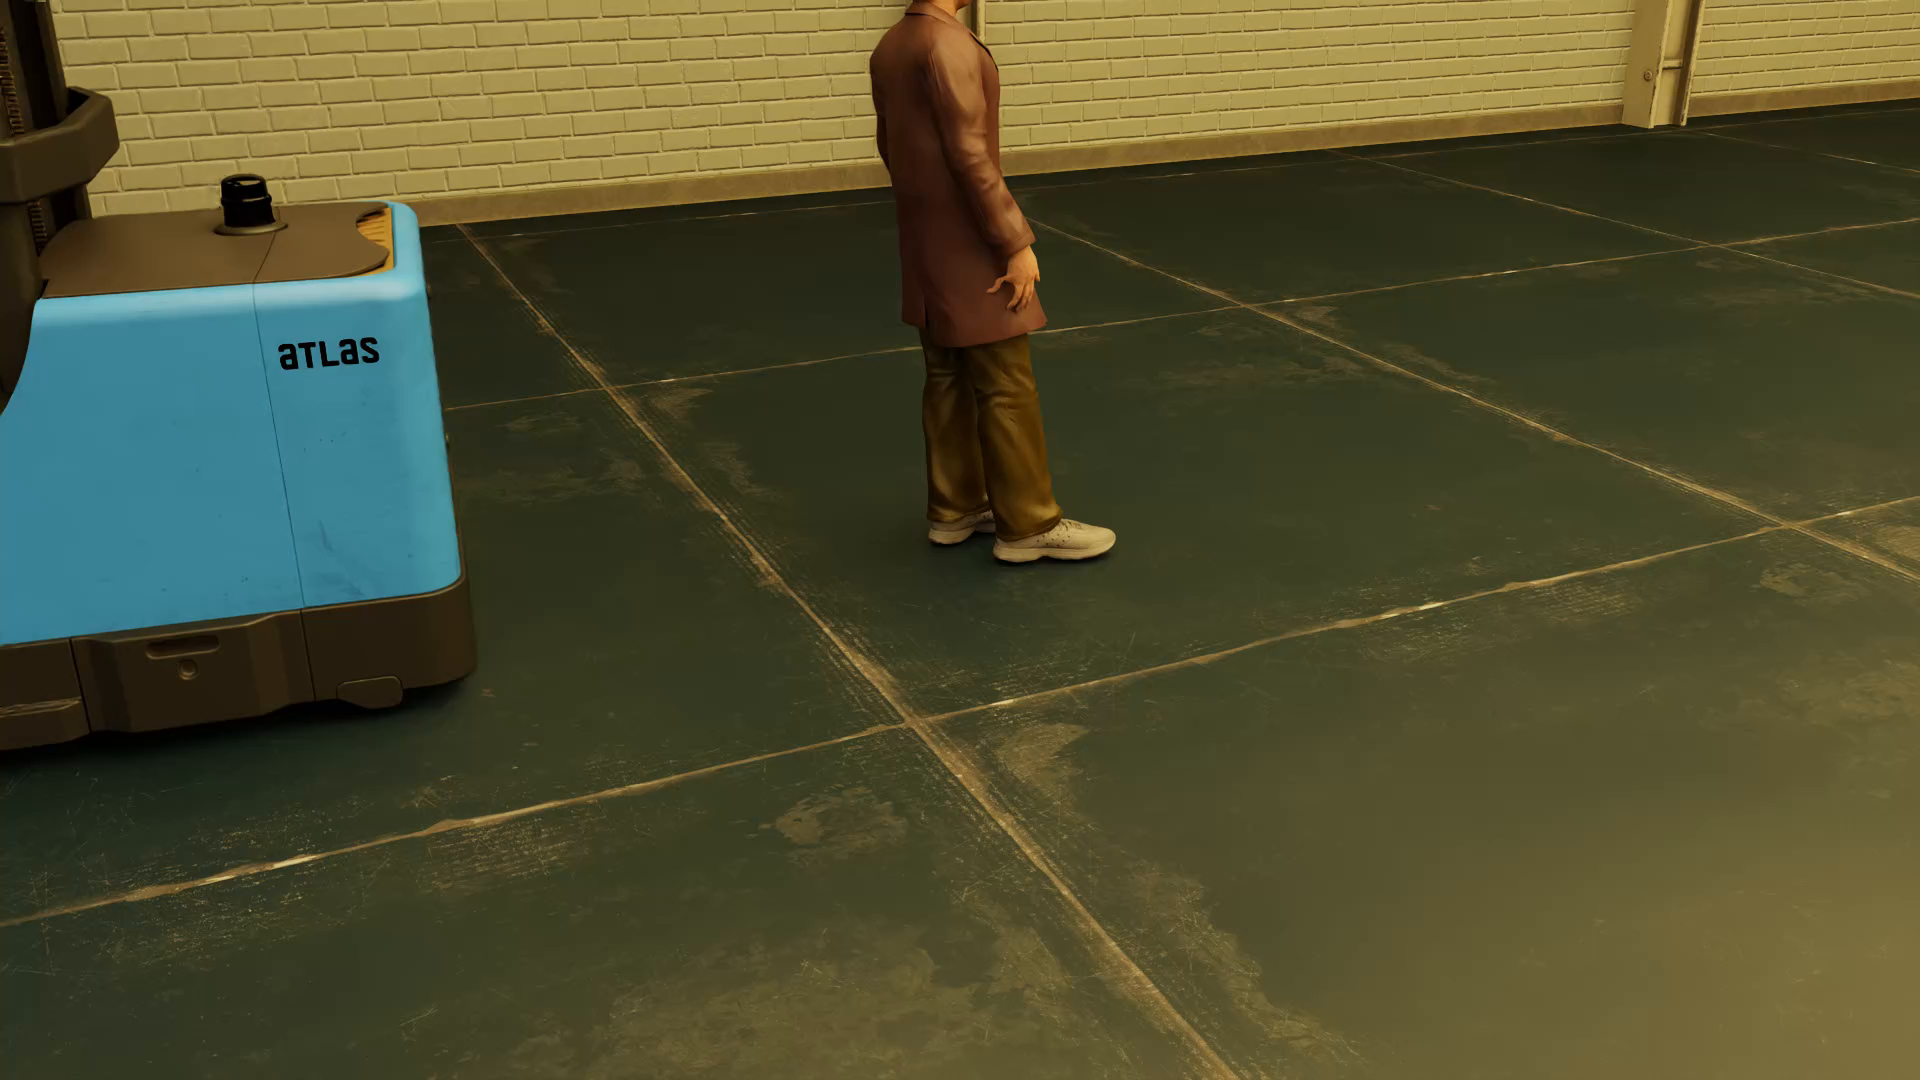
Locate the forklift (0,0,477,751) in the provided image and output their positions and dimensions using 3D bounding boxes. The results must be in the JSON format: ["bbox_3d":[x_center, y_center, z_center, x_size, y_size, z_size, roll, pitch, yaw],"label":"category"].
[{"bbox_3d":[-2.787,-0.956,3.589,3.031,2.935,1.130,-7,24,-17],"label":"forklift"}]

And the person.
[{"bbox_3d":[0.085,-0.841,4.796,0.579,1.778,0.696,-10,25,-23],"label":"person"}]
